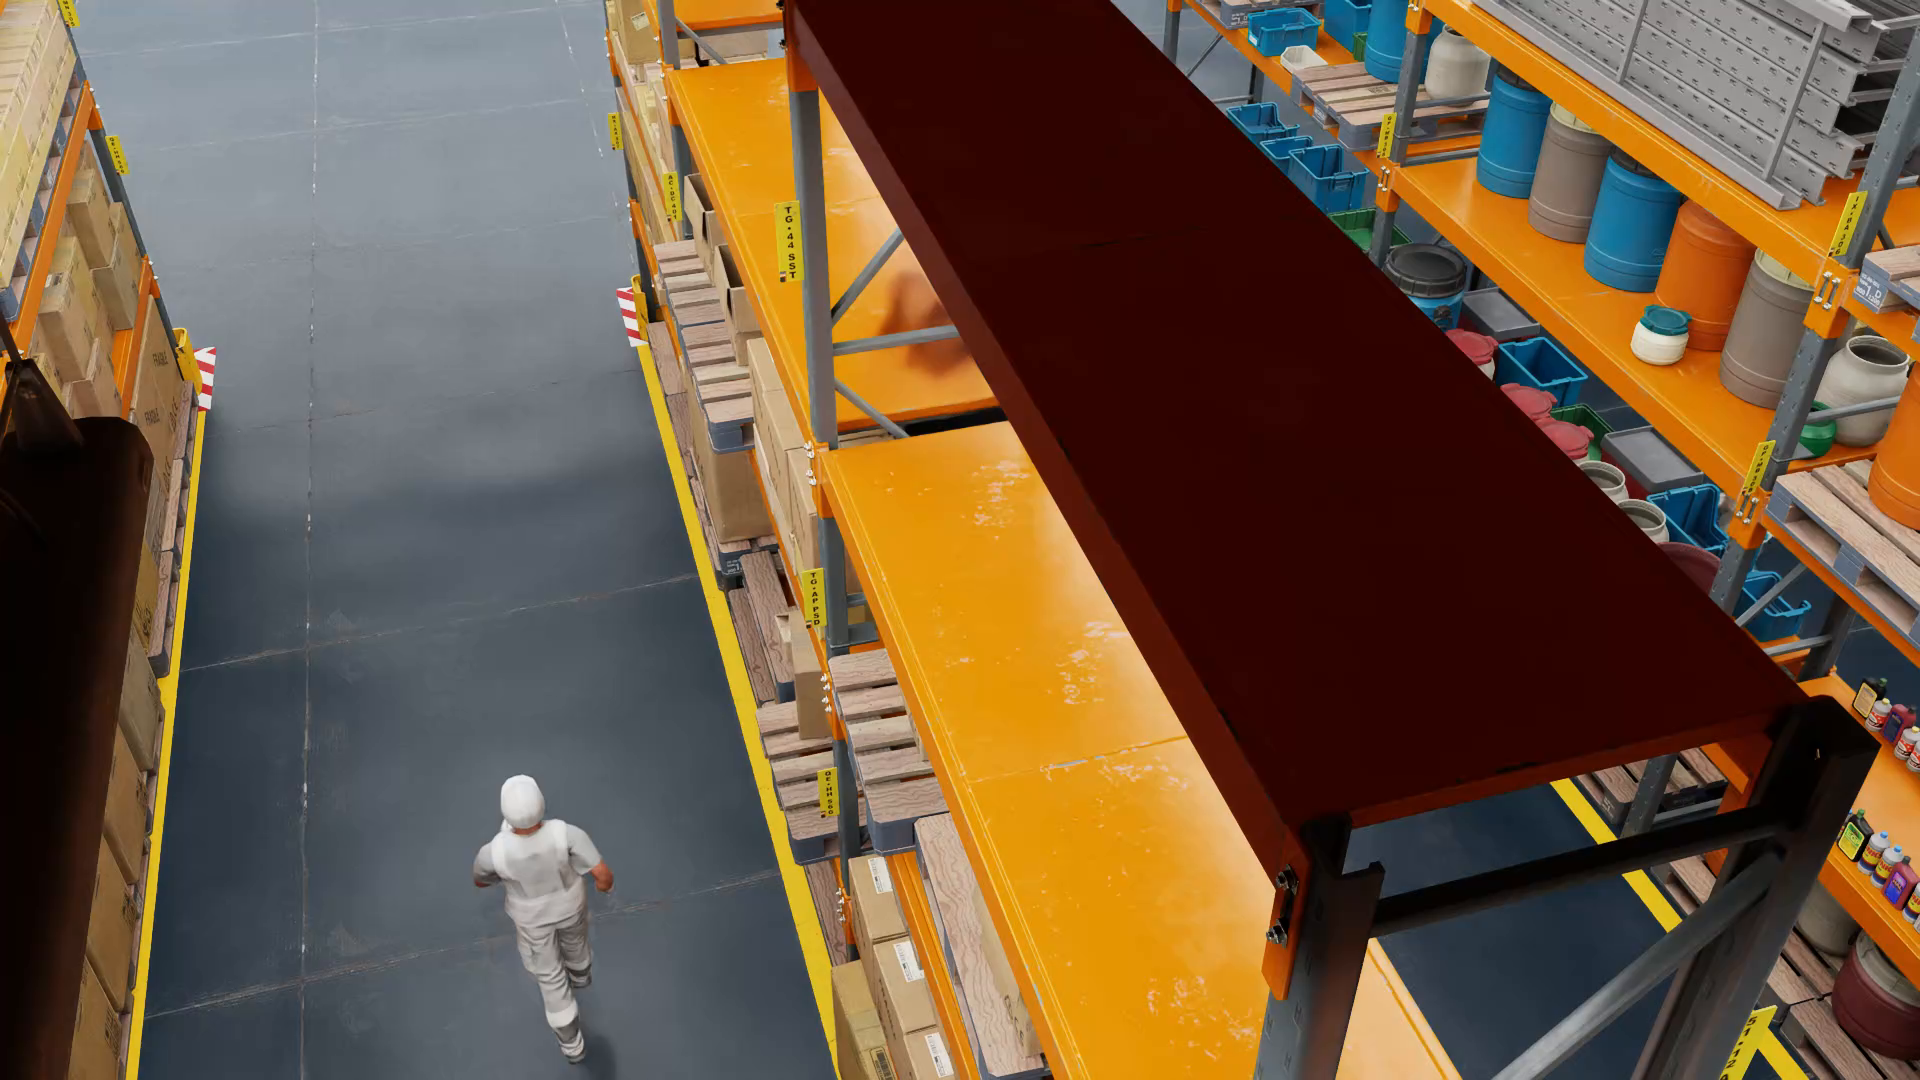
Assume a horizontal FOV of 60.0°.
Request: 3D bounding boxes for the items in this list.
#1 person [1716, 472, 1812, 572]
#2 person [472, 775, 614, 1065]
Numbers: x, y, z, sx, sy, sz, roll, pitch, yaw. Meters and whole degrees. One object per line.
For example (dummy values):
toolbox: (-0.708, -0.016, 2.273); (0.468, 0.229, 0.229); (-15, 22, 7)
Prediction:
person: (5.494, -0.128, 11.612); (0.660, 1.715, 0.653); (-12, 40, -15)
person: (-2.094, 1.895, 8.511); (0.649, 1.862, 0.782); (-16, 41, -20)
